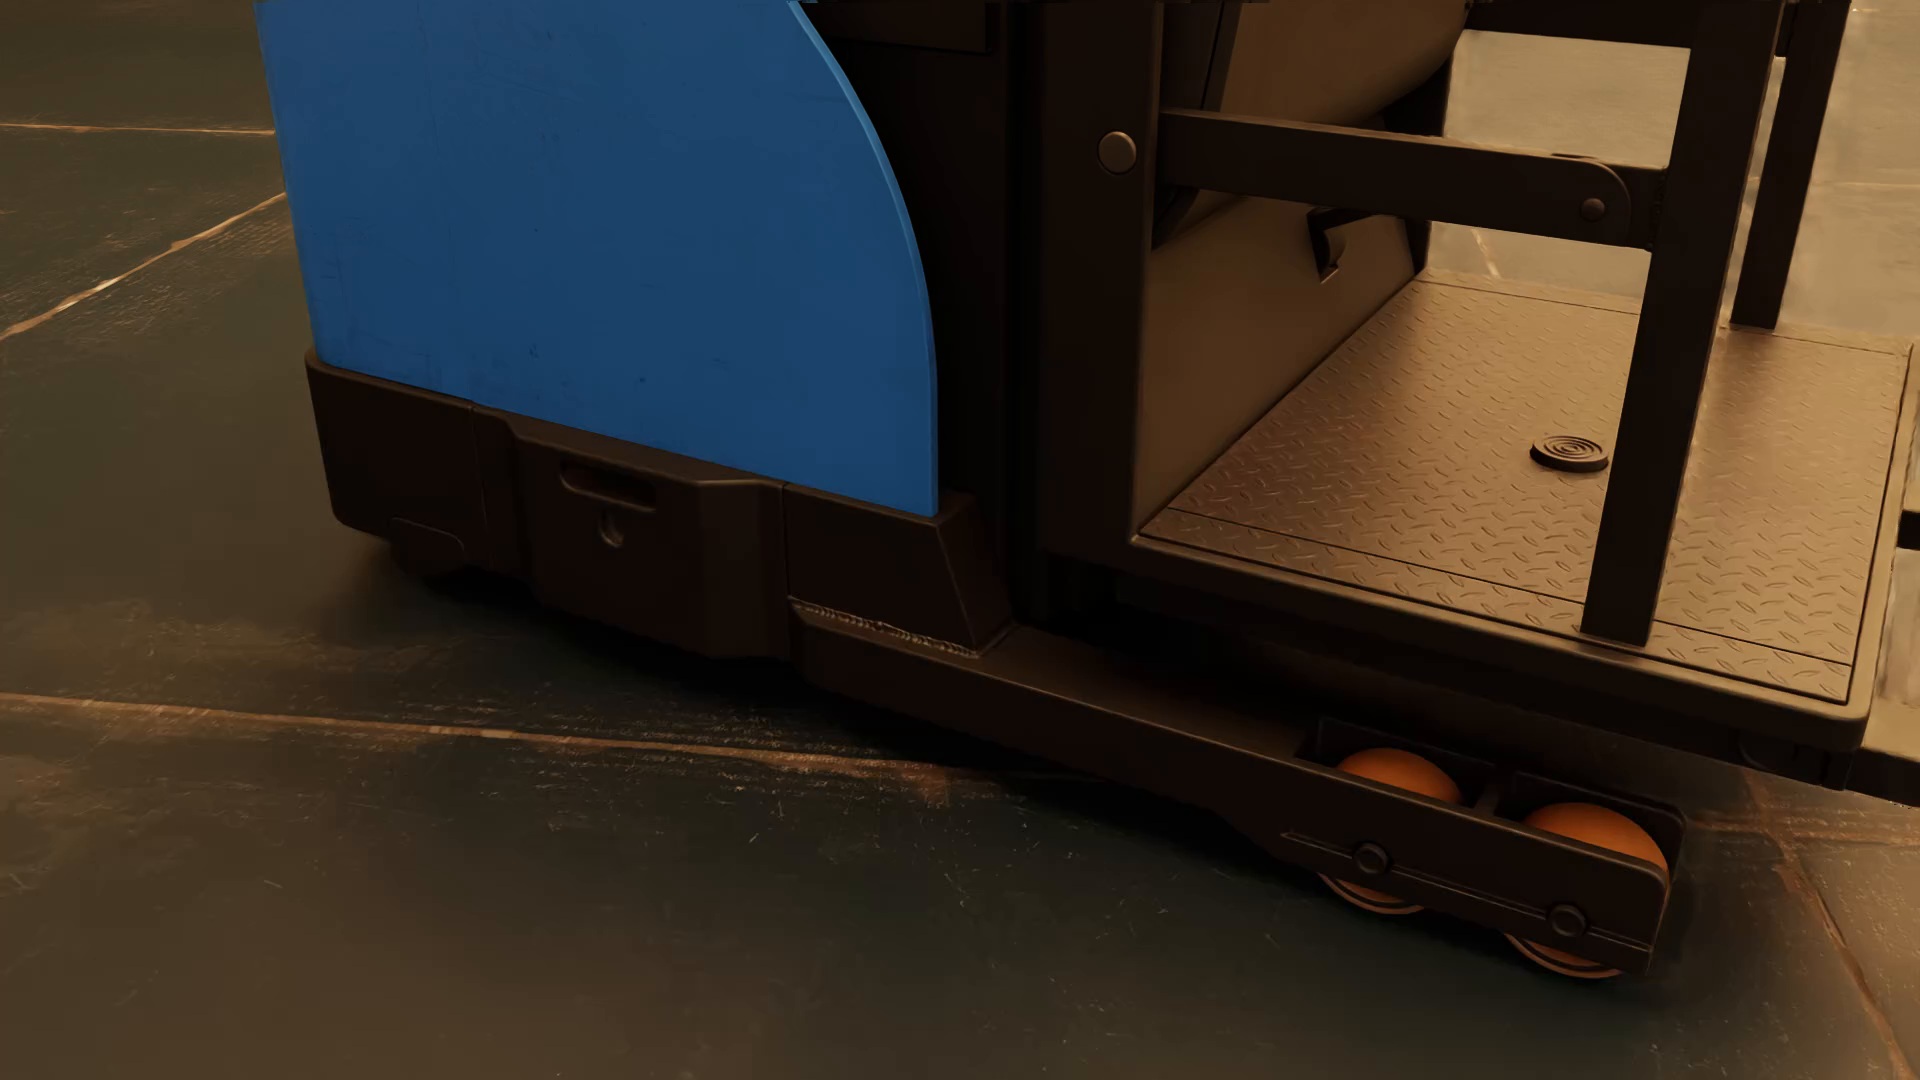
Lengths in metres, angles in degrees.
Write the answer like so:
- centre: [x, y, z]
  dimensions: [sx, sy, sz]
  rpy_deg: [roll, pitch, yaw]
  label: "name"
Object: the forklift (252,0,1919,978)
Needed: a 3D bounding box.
- centre: [0.616, -1.154, 1.529]
  dimensions: [3.031, 2.935, 1.130]
  rpy_deg: [14, 30, 26]
  label: "forklift"
